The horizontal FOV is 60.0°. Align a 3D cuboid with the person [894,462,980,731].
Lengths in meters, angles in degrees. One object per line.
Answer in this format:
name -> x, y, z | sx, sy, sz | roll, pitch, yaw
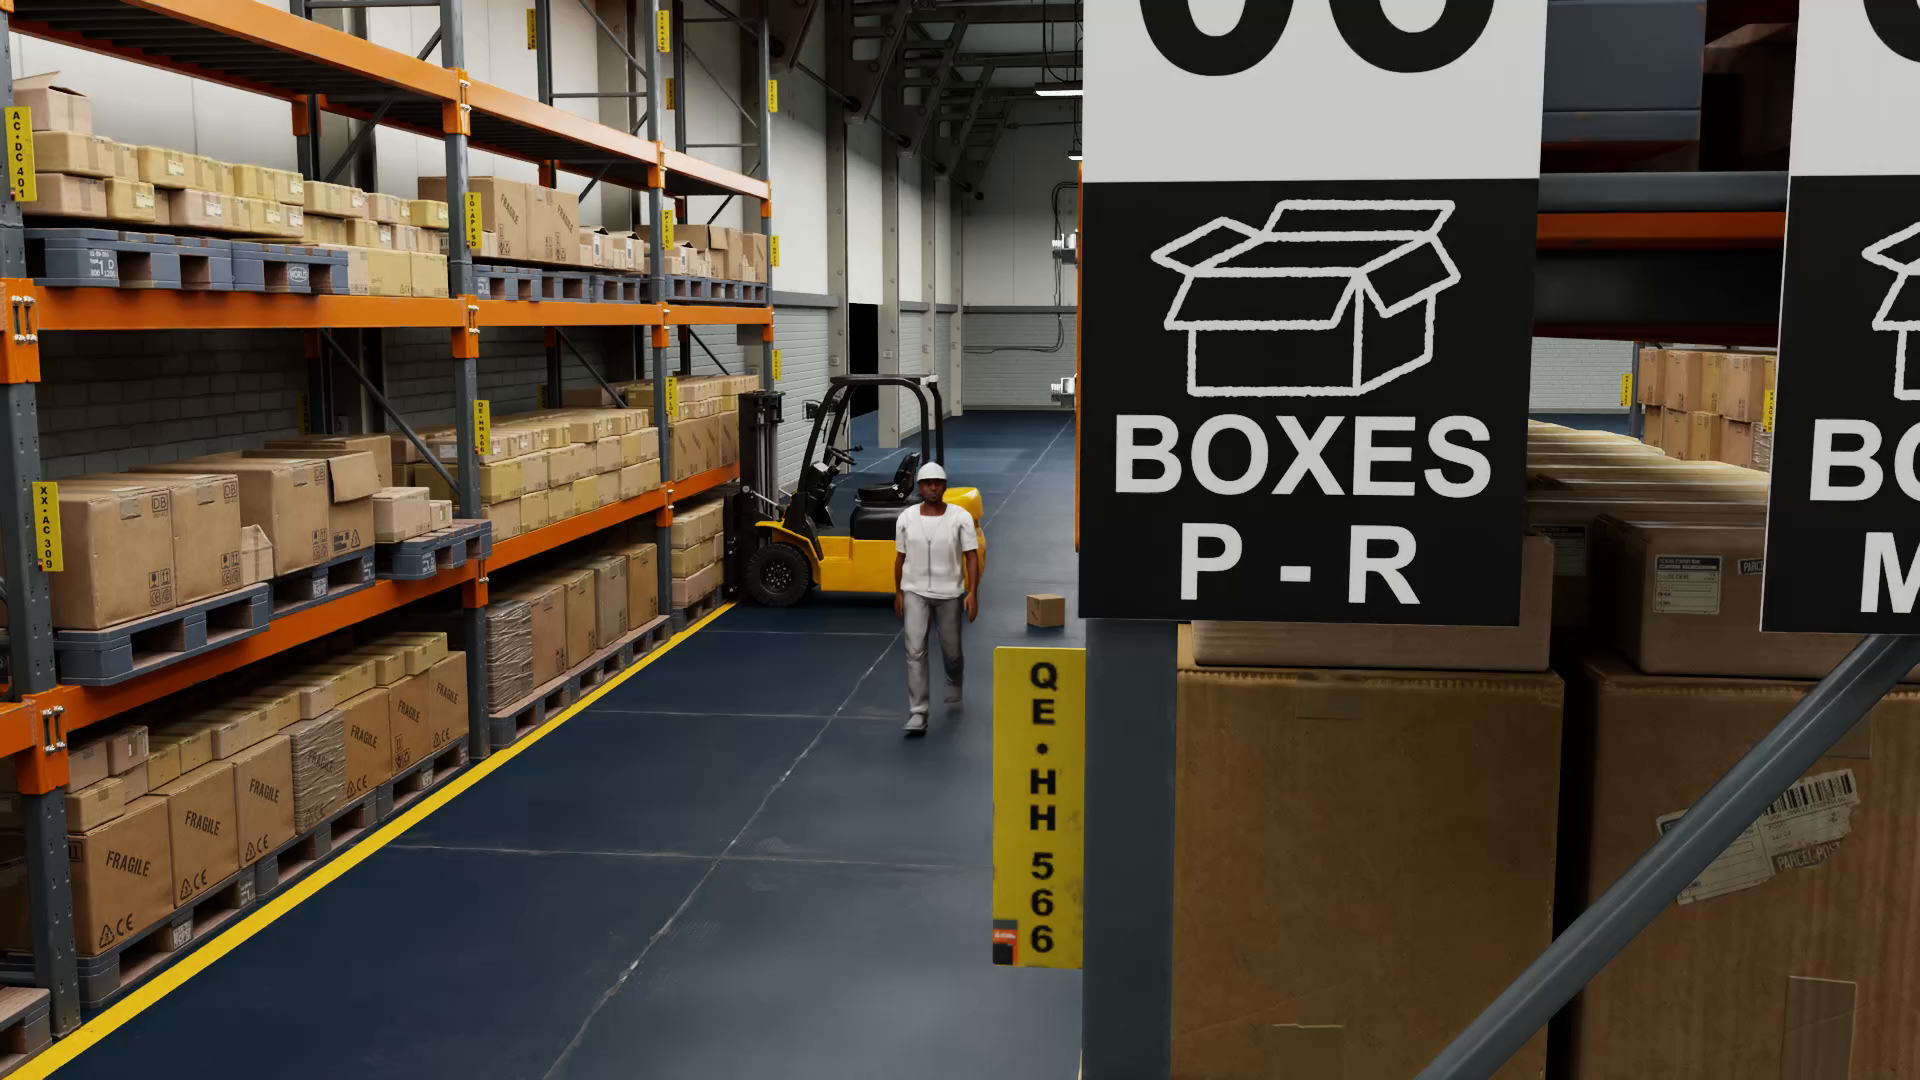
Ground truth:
person -> -0.162, 0.352, 11.044 | 0.588, 1.735, 0.933 | 1, 8, 6
